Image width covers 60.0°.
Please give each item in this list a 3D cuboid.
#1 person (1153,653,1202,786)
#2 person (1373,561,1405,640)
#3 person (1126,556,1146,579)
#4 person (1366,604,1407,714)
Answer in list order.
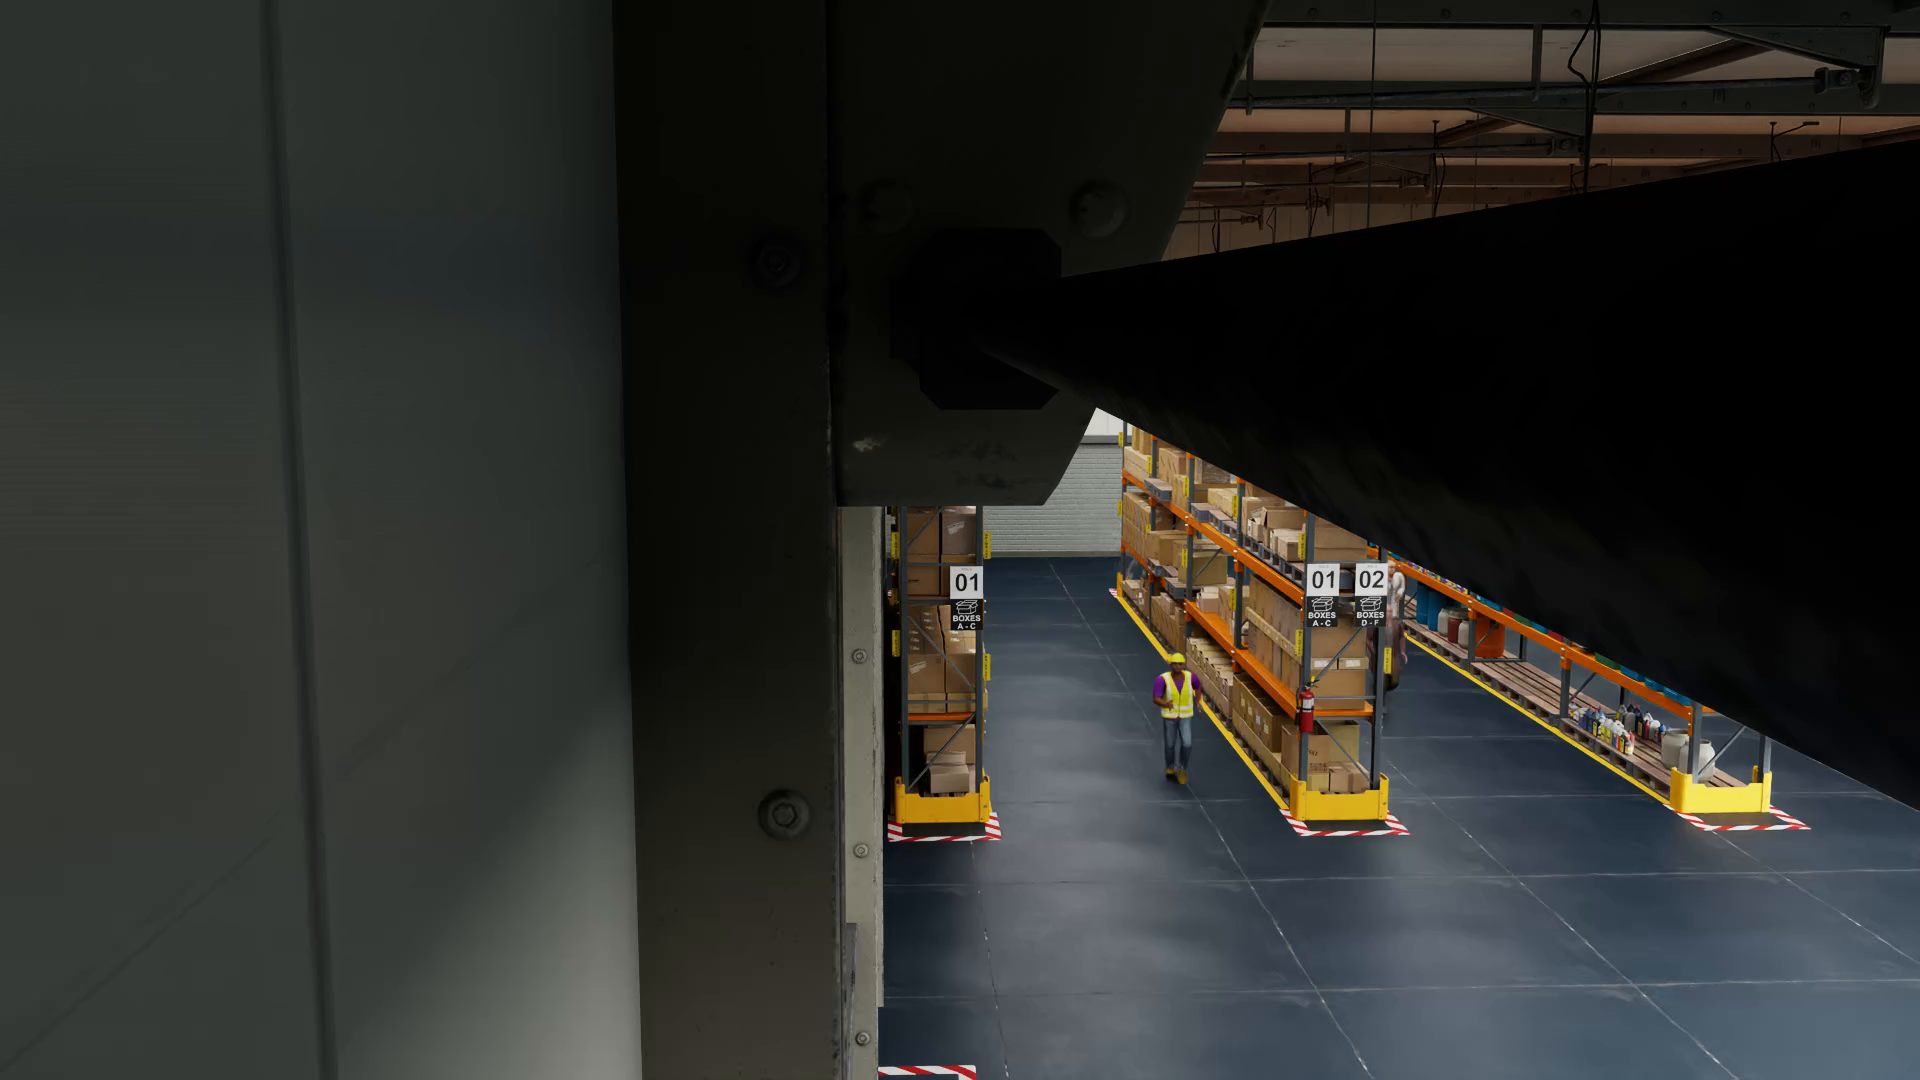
[{"bbox_3d":[2.892,2.372,22.076,0.680,1.787,0.801,0,8,0],"label":"person"},{"bbox_3d":[7.827,1.210,30.594,0.690,1.707,0.779,-2,8,-13],"label":"person"},{"bbox_3d":[4.189,0.162,38.102,0.694,1.786,0.952,-7,10,-39],"label":"person"},{"bbox_3d":[6.635,1.841,25.957,0.700,1.716,0.663,-1,8,-10],"label":"person"}]
